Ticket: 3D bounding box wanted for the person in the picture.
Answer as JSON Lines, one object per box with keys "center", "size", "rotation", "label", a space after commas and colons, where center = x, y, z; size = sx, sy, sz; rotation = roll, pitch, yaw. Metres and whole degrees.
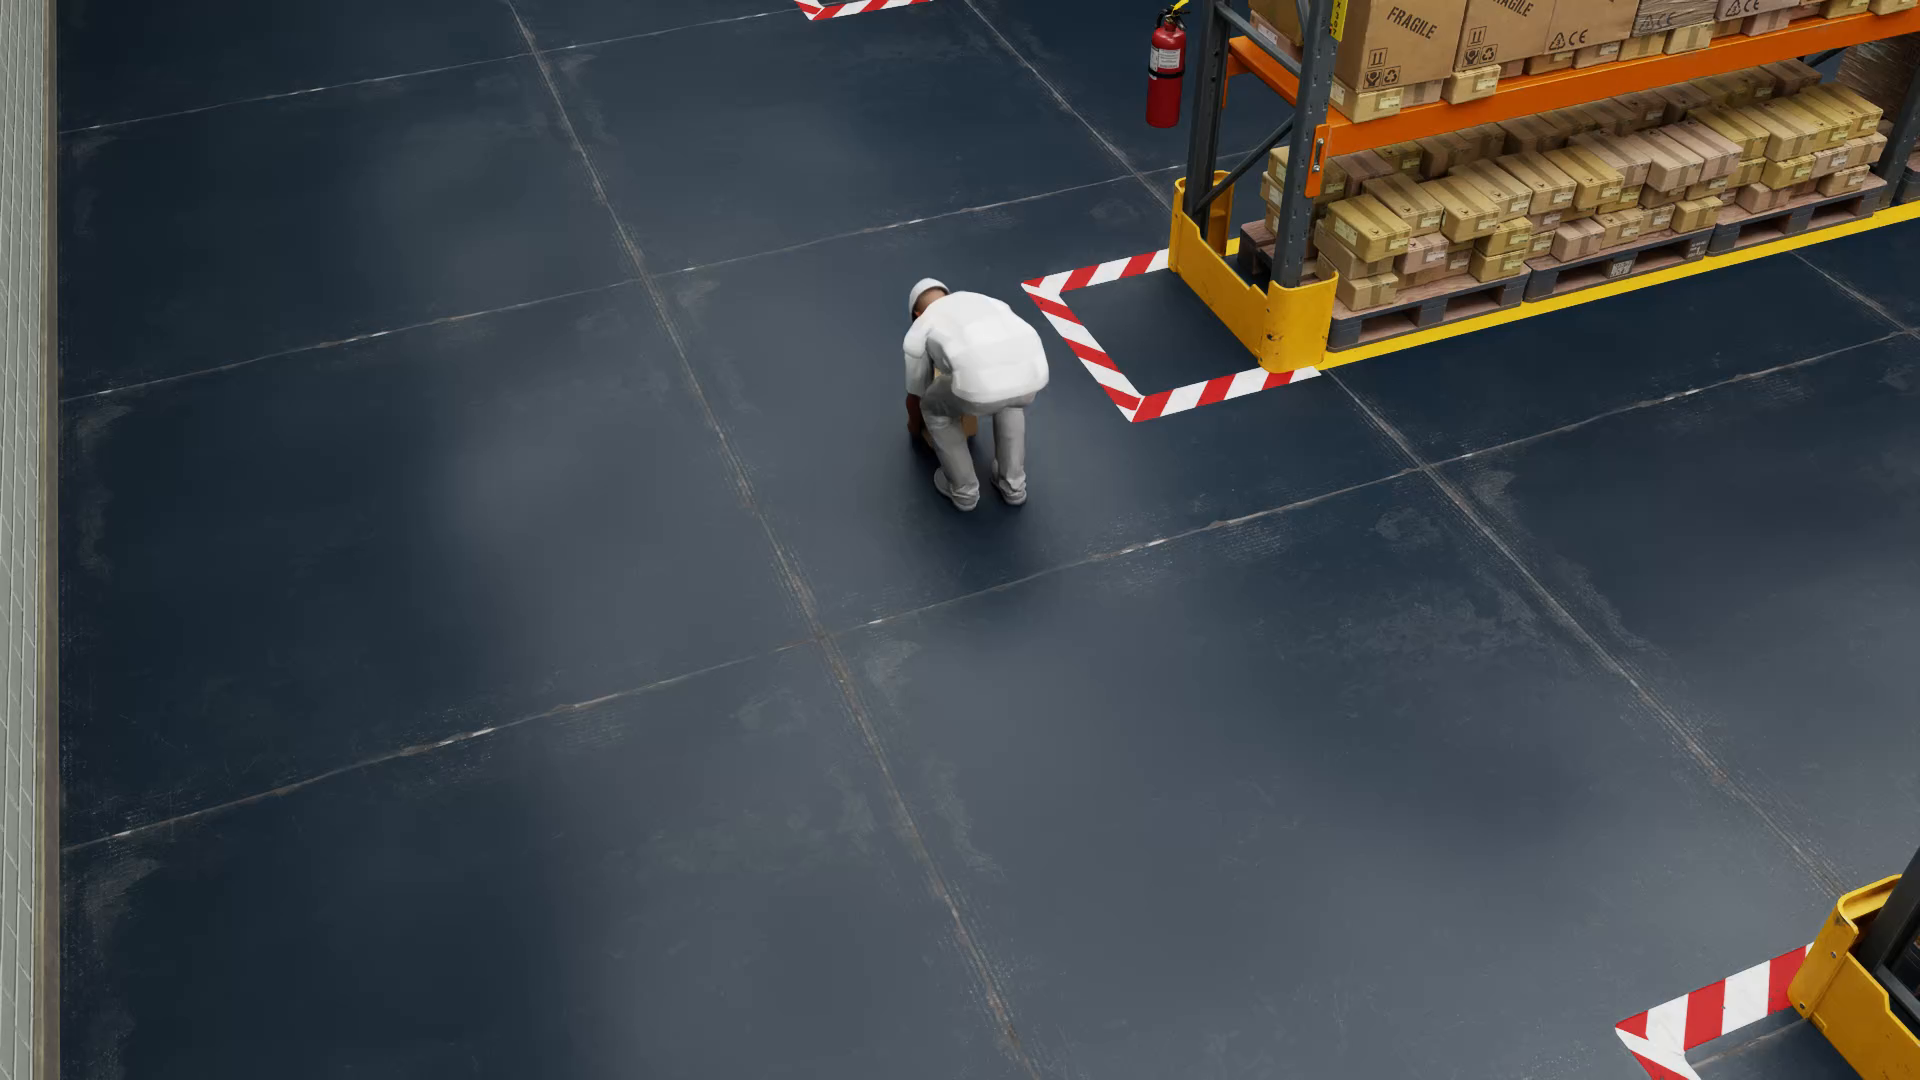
{"center": [0.021, -0.689, 7.510], "size": [0.499, 0.980, 0.974], "rotation": [-17, 44, -19], "label": "person"}
